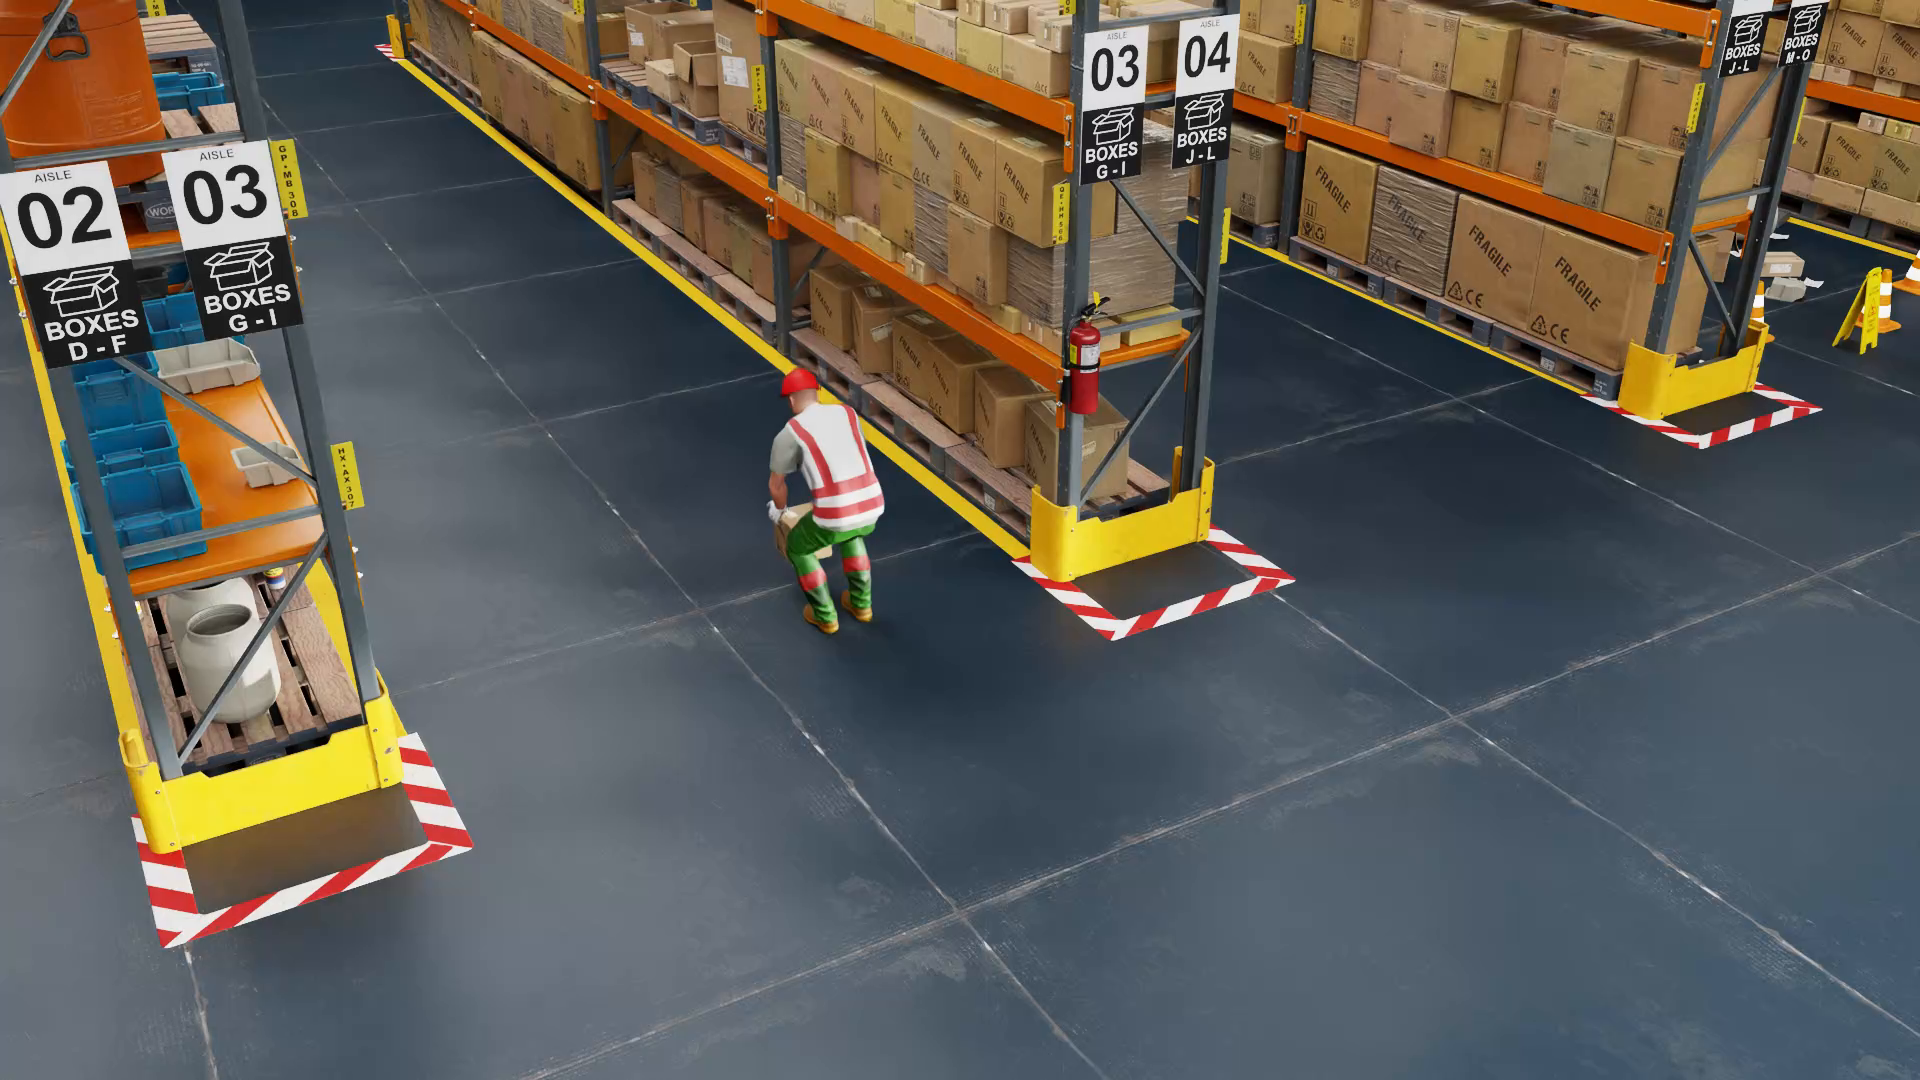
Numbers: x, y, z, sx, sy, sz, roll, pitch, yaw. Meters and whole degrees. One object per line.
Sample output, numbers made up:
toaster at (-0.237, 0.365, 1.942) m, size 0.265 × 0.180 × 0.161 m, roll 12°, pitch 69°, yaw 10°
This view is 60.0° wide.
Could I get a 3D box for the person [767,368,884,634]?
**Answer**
person at (-0.757, -0.201, 9.269) m, size 0.583 × 1.443 × 0.748 m, roll -16°, pitch 32°, yaw -26°
